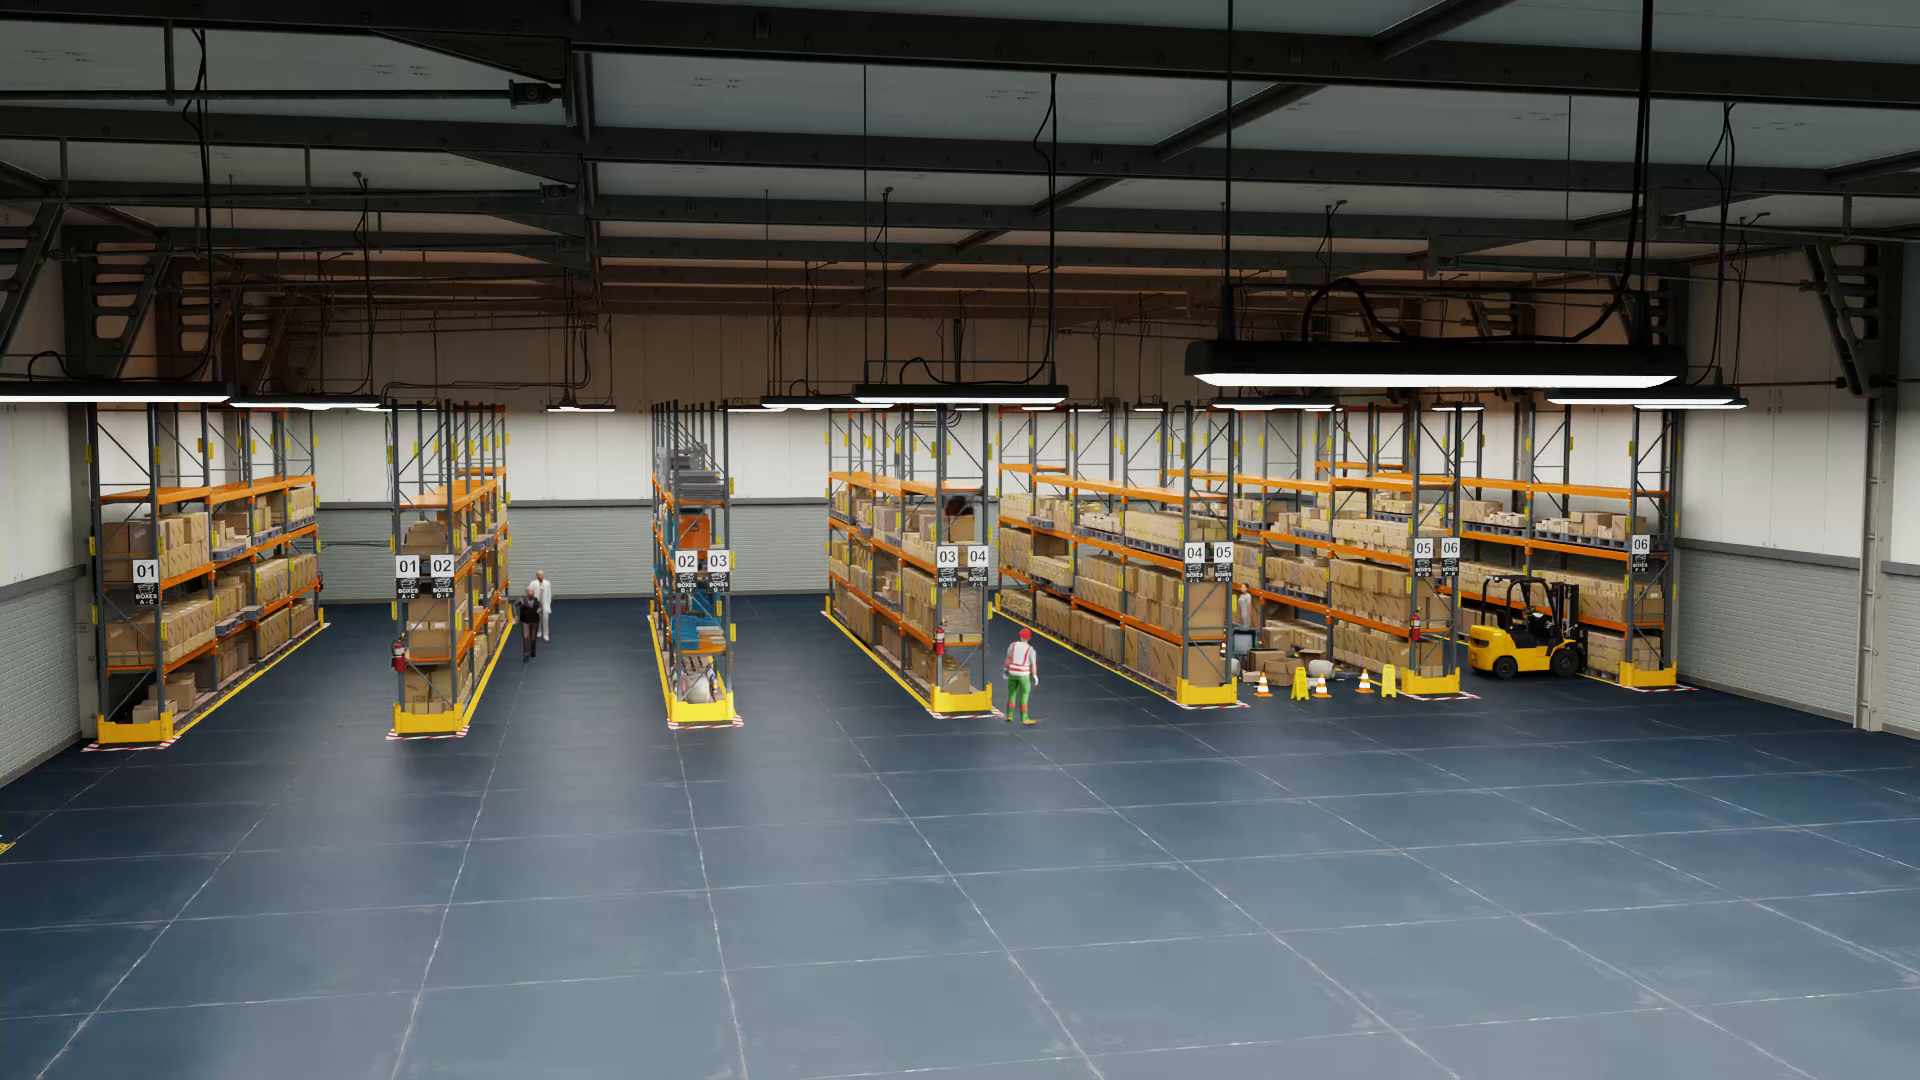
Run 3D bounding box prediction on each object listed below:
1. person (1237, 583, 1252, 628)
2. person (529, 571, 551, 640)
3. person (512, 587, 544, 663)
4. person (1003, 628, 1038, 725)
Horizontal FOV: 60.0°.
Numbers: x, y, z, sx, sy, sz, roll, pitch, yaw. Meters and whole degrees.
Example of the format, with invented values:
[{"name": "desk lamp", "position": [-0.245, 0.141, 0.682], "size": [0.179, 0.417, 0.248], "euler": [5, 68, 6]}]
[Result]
[{"name": "person", "position": [6.874, 1.867, 40.117], "size": [0.333, 1.675, 0.494], "euler": [0, 4, -4]}, {"name": "person", "position": [-10.693, 1.645, 42.341], "size": [0.555, 1.728, 1.048], "euler": [-1, 4, -13]}, {"name": "person", "position": [-10.028, 1.931, 38.602], "size": [0.716, 1.696, 0.994], "euler": [-1, 4, -12]}, {"name": "person", "position": [1.104, 2.530, 30.873], "size": [0.700, 1.824, 0.432], "euler": [3, 5, 34]}]
